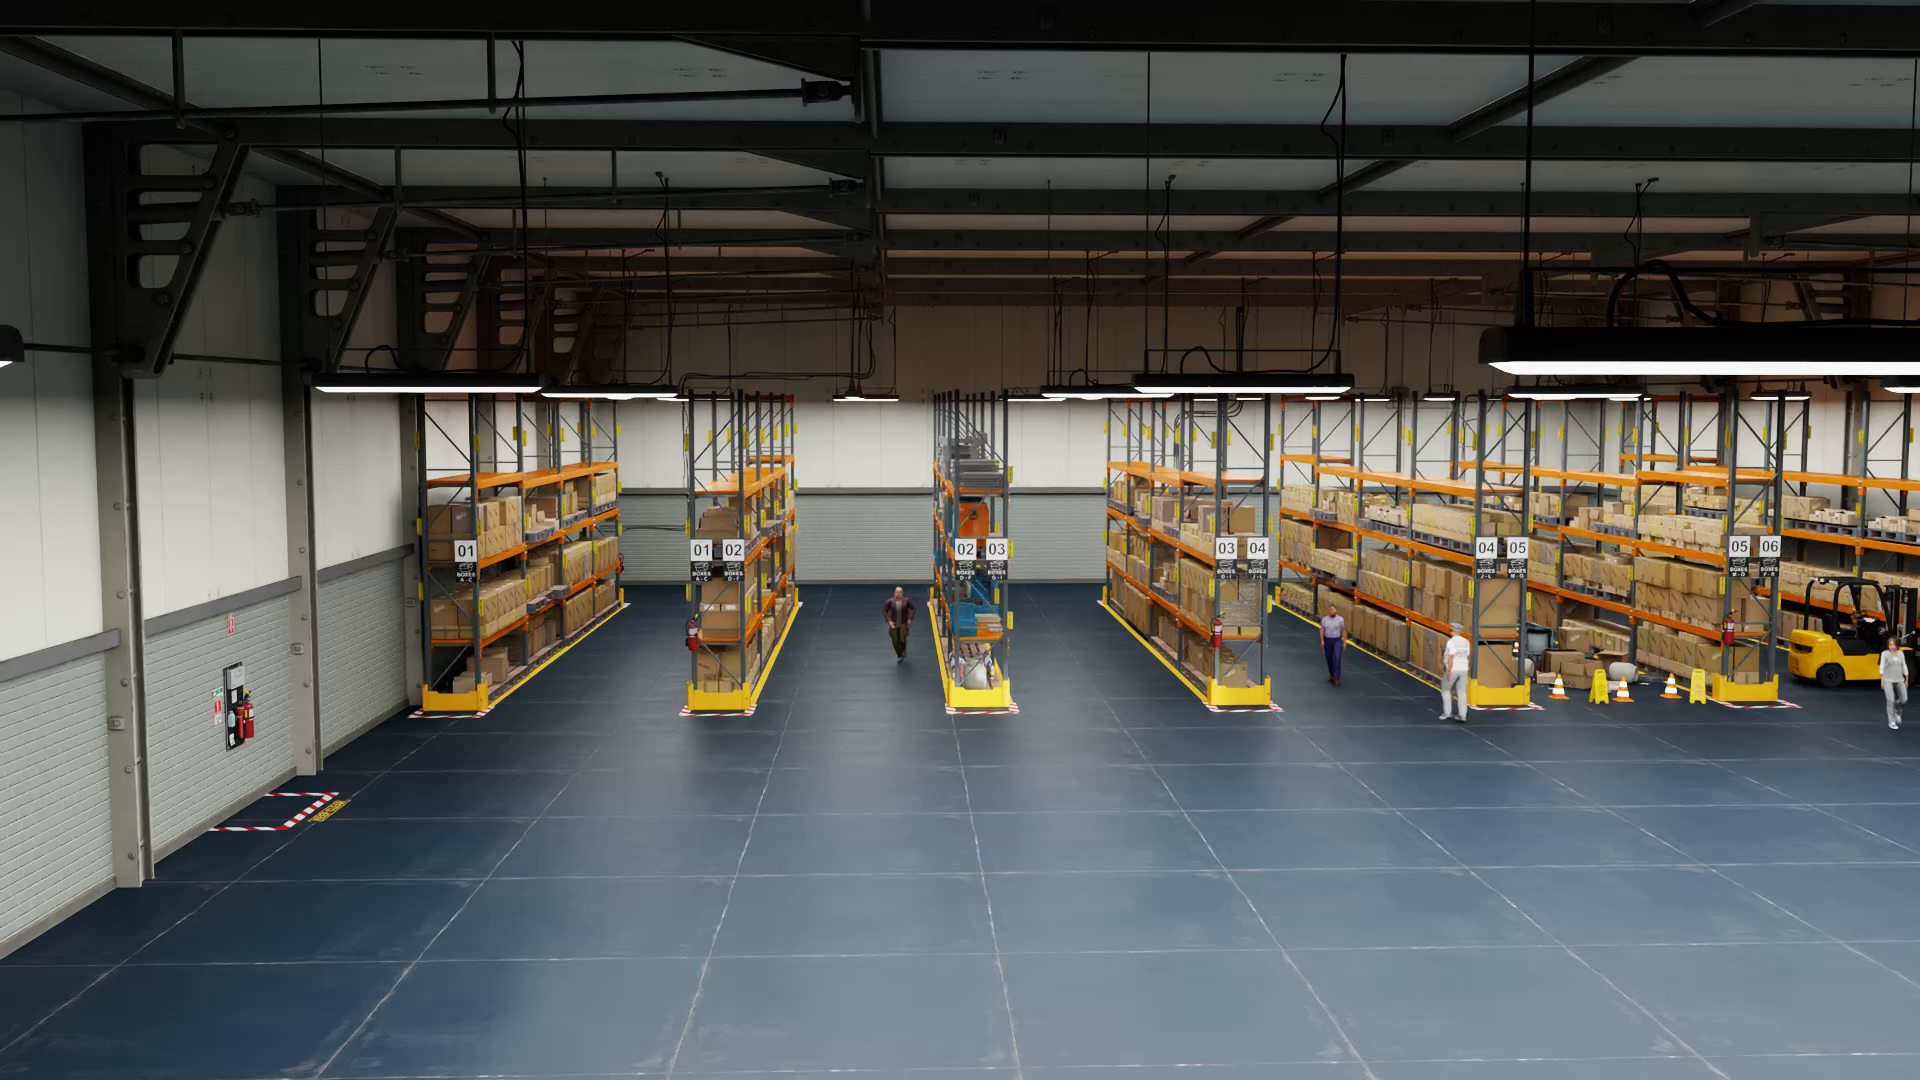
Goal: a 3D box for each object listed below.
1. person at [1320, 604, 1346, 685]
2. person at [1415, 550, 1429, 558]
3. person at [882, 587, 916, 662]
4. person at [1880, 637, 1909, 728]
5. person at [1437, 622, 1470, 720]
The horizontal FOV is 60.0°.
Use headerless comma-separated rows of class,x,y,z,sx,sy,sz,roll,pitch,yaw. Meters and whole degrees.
person,7.636,2.125,34.080,0.531,1.596,0.885,2,5,26
person,13.673,0.871,49.128,0.964,1.690,0.523,0,5,-4
person,-1.353,1.879,36.900,0.715,1.692,0.674,1,5,7
person,16.553,2.518,29.481,0.465,1.601,0.486,1,5,12
person,9.019,2.419,30.139,0.544,1.826,0.599,-1,5,-10
